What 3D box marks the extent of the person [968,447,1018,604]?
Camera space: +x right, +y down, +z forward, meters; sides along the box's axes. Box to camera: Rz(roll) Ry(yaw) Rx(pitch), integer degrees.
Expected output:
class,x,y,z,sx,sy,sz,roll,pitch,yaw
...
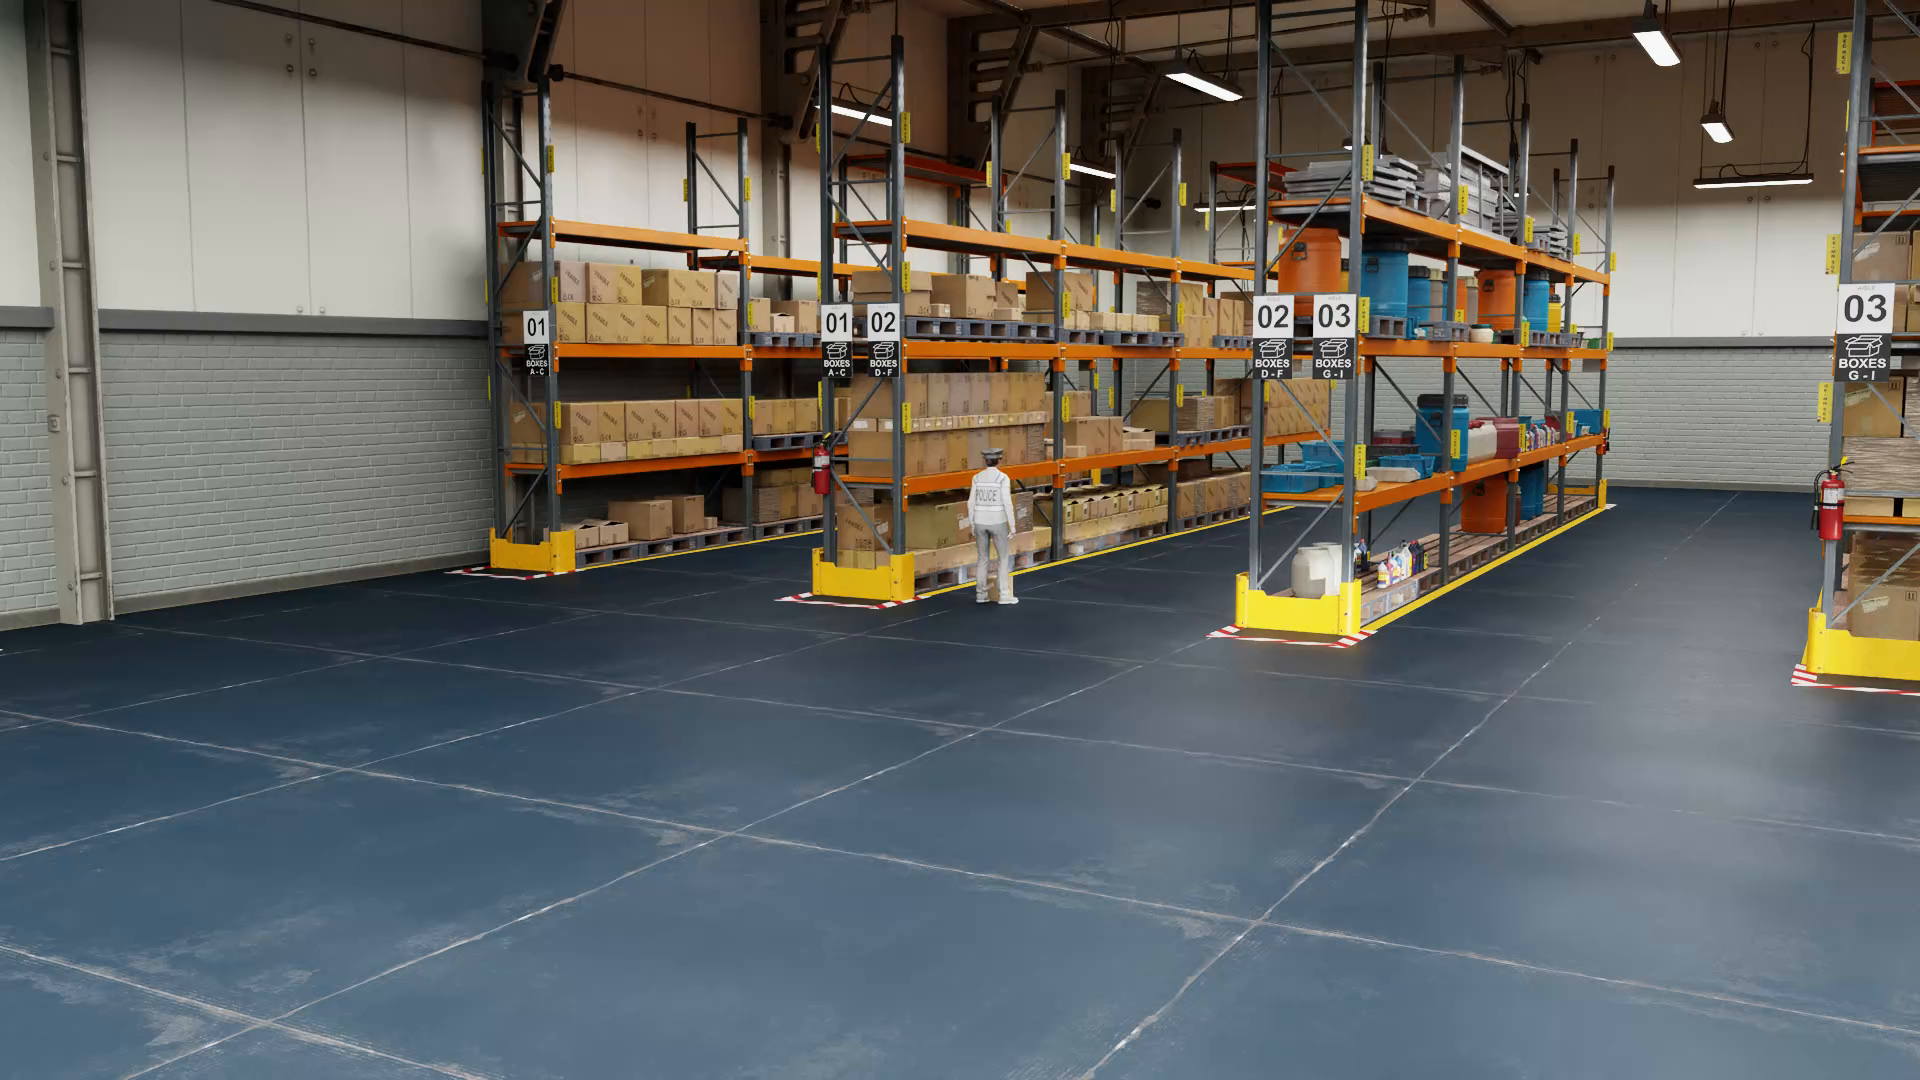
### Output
class,x,y,z,sx,sy,sz,roll,pitch,yaw
person,0.342,-0.151,17.776,0.528,1.664,0.373,3,7,26
